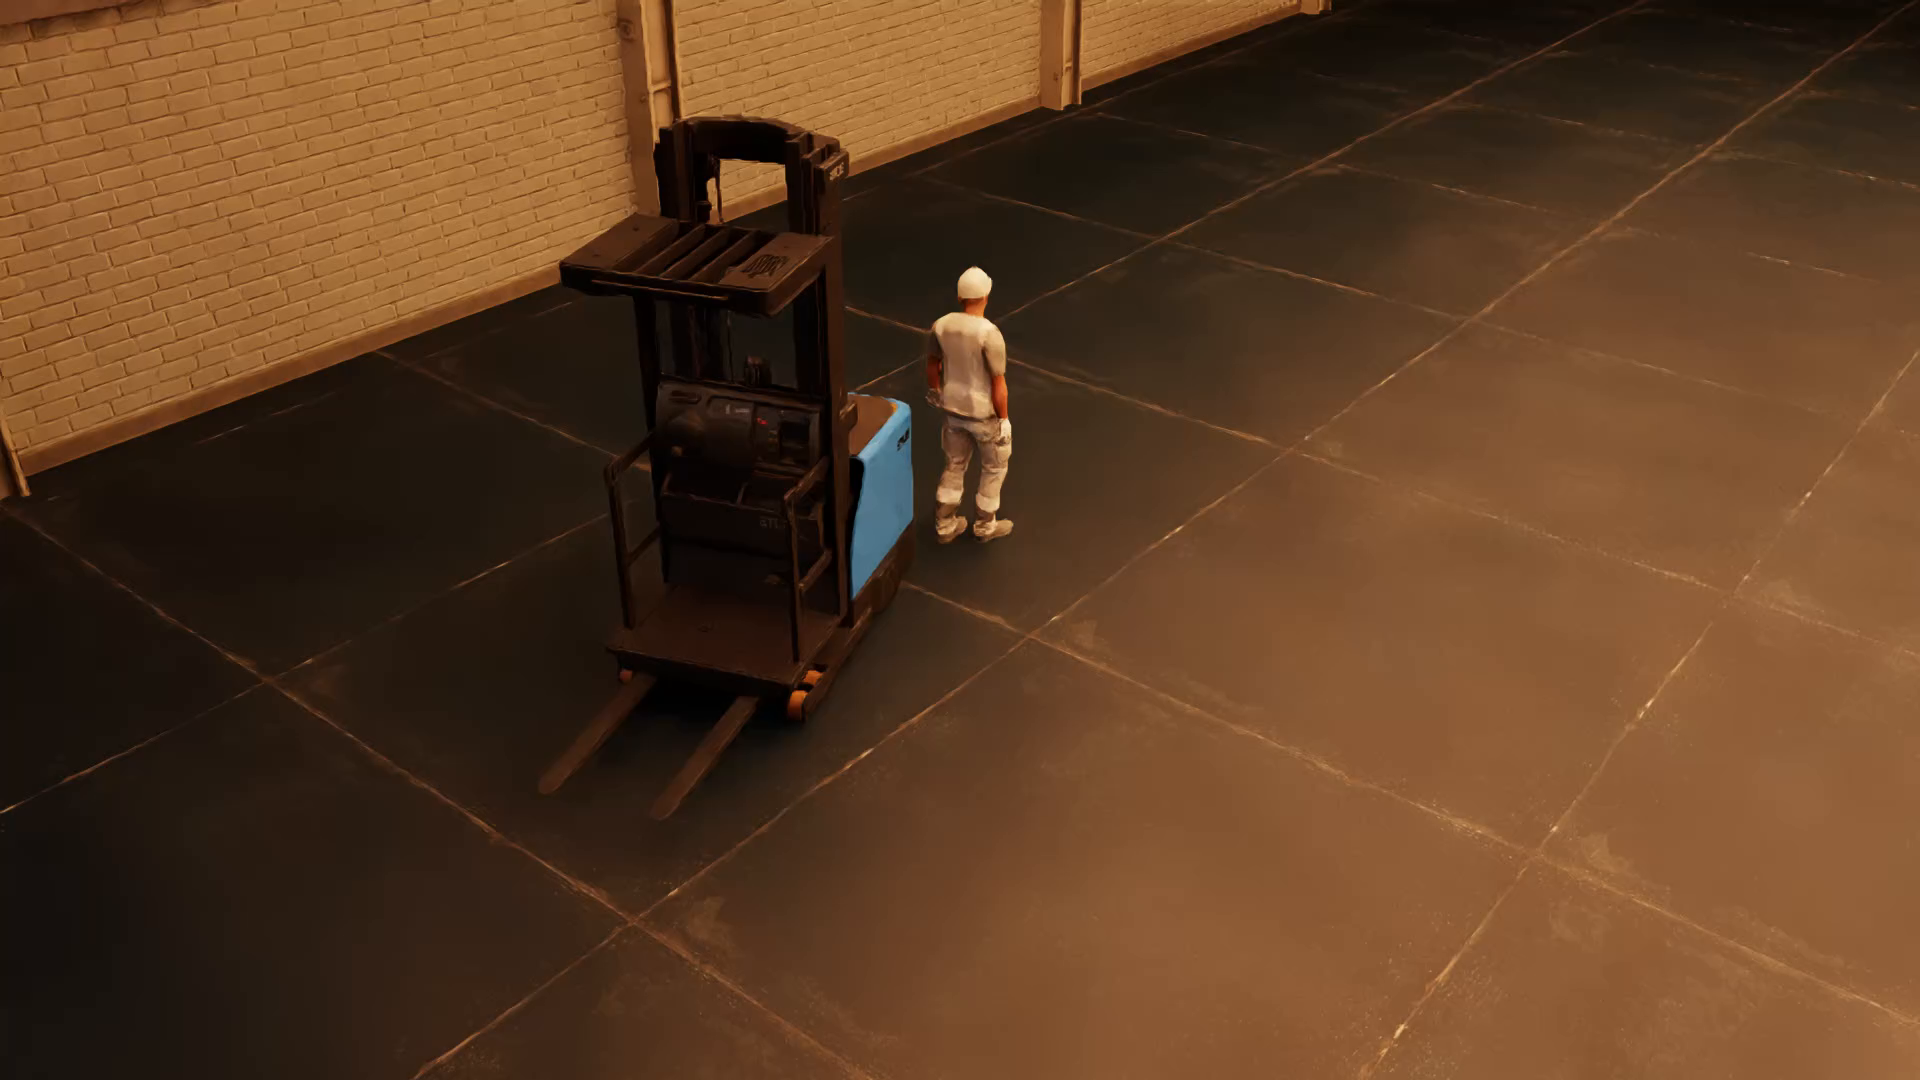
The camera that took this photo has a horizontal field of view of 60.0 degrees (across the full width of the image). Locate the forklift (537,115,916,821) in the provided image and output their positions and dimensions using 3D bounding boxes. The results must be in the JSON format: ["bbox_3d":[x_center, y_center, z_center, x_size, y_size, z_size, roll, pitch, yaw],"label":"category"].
[{"bbox_3d":[-1.229,-0.533,8.507,1.130,2.935,3.031,10,32,16],"label":"forklift"}]

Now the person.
[{"bbox_3d":[0.057,-0.804,10.135,0.693,1.788,0.441,20,36,30],"label":"person"}]
